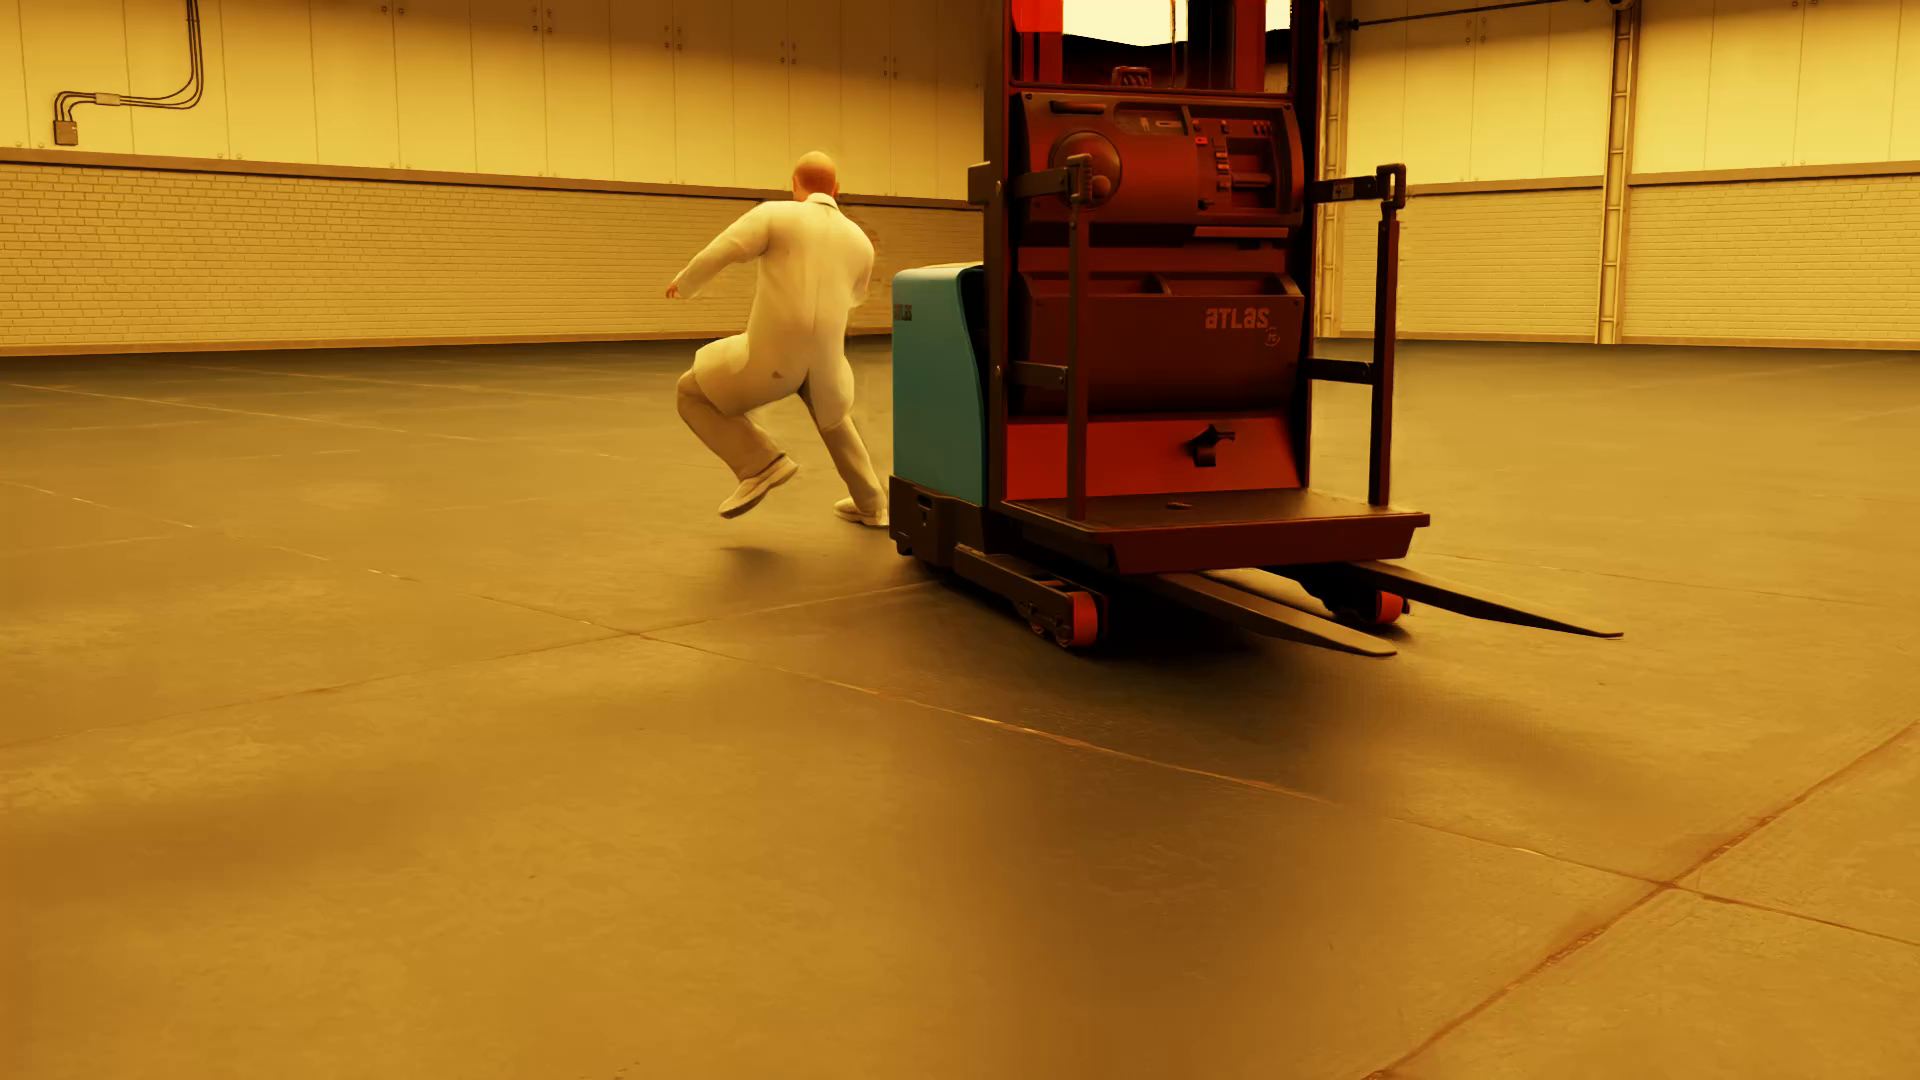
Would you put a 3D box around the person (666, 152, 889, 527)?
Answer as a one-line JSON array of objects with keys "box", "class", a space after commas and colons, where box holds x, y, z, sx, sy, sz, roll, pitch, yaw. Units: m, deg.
[{"box": [-0.721, -0.799, 6.843, 0.912, 1.539, 0.818, -5, 10, -31], "class": "person"}]

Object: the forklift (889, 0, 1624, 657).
[{"box": [0.703, -1.211, 4.919, 1.130, 2.935, 3.031, -3, 9, -19], "class": "forklift"}]
